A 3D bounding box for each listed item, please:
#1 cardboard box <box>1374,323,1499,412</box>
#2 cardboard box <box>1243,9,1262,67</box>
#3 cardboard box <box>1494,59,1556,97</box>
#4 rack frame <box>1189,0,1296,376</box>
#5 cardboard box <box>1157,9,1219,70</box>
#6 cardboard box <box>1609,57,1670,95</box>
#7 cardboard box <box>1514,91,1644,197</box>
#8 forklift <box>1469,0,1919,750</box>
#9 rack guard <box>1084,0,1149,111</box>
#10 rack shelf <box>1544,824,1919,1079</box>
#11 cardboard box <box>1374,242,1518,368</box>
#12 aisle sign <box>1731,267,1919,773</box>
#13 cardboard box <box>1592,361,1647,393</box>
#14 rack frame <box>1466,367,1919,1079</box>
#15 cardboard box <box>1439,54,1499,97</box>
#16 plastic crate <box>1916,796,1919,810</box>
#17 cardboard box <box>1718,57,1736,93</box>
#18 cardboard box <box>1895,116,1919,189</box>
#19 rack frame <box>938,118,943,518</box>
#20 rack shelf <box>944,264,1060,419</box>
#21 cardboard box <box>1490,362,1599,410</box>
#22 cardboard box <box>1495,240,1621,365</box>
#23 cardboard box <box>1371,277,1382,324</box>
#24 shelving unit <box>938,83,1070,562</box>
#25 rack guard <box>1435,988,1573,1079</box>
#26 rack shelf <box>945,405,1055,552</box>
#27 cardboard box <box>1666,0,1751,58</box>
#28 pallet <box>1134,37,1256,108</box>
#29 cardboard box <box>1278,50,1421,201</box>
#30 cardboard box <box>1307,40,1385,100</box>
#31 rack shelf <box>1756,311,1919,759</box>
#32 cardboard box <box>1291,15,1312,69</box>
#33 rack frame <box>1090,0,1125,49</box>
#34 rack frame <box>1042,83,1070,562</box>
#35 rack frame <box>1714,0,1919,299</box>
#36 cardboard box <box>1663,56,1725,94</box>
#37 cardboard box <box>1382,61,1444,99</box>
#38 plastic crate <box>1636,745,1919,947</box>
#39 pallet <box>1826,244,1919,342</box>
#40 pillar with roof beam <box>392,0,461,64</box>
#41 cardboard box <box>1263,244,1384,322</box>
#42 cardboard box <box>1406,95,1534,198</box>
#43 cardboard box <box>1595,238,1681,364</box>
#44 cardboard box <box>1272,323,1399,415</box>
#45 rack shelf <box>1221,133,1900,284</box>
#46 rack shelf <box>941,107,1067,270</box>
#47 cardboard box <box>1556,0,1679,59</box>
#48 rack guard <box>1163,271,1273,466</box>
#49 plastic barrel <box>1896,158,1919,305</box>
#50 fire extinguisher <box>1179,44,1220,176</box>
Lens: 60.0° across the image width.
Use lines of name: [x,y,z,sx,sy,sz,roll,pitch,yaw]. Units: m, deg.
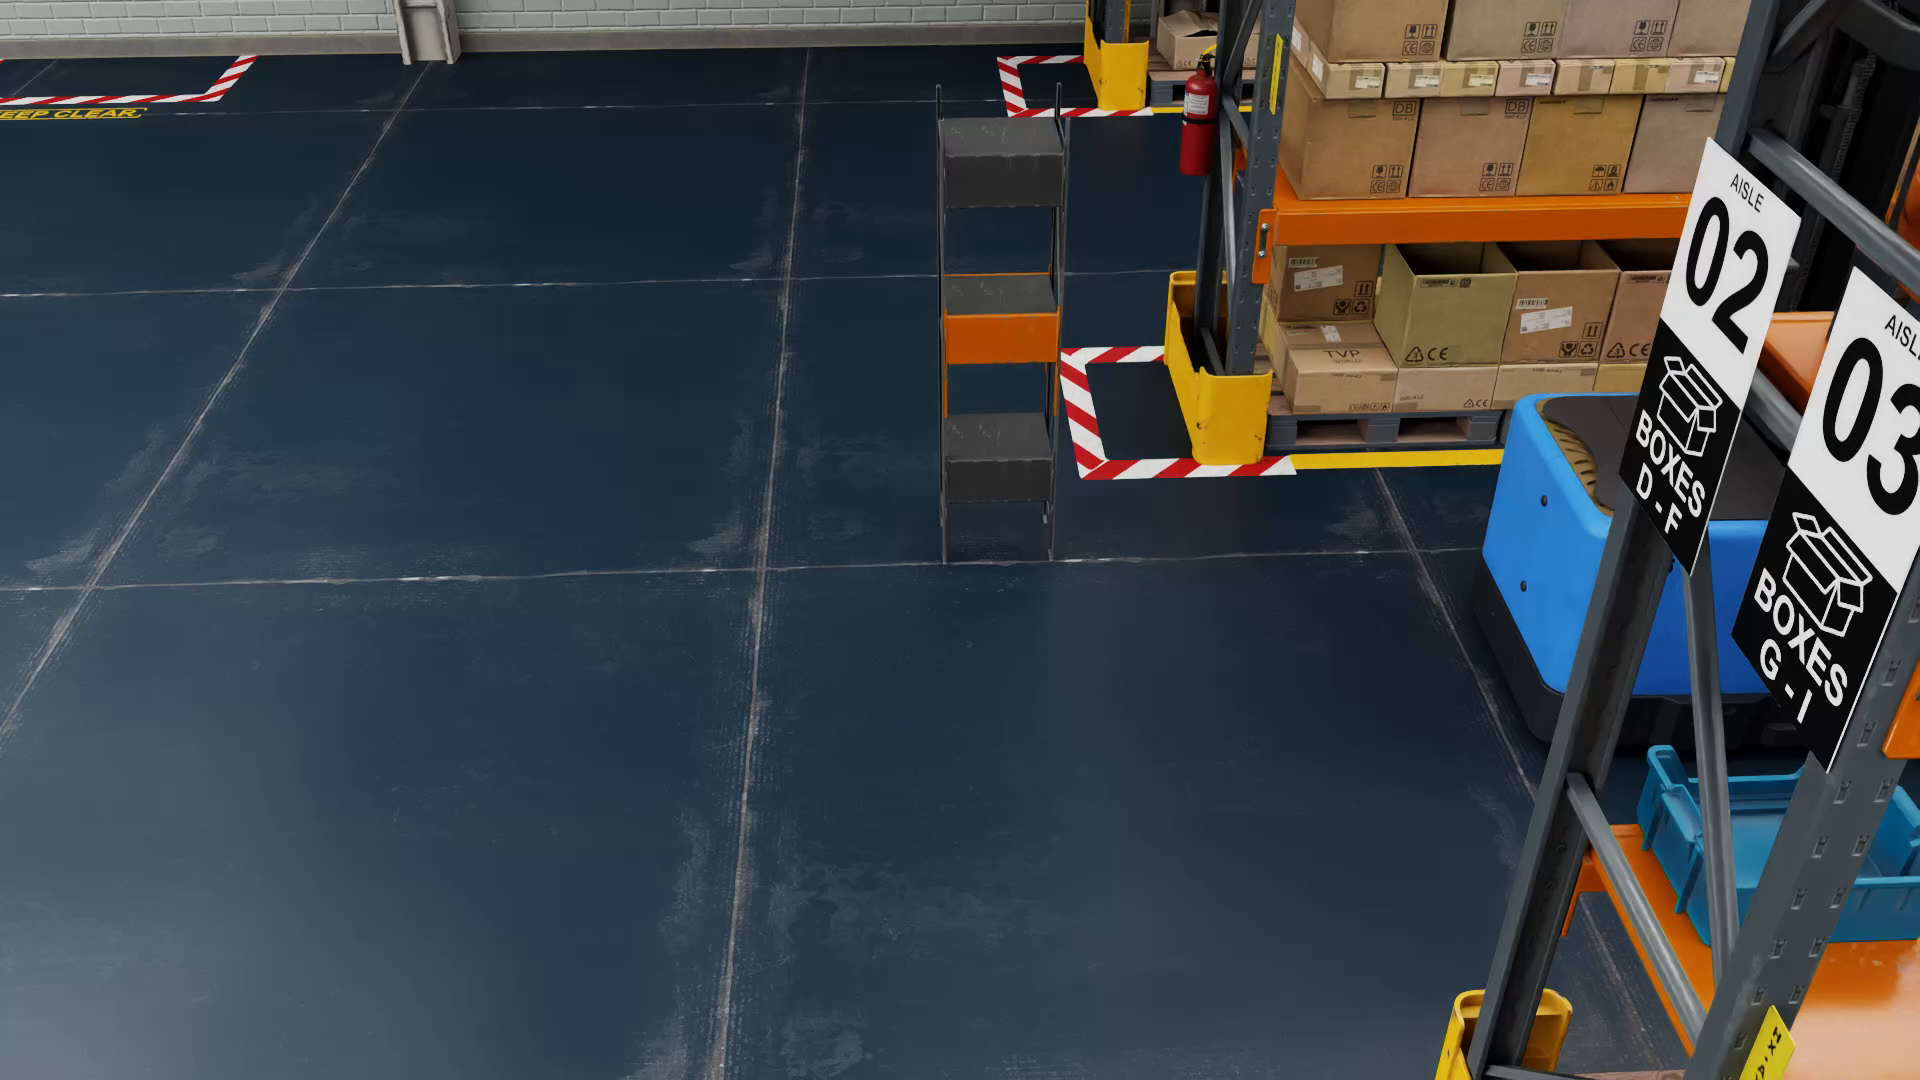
cardboard box: [2.391,-0.886,8.442,0.500,0.250,0.500,-2,35,-2]
cardboard box: [2.372,-3.815,12.602,0.500,0.311,0.500,1,35,2]
cardboard box: [2.513,-2.157,7.573,0.250,0.149,0.380,-2,35,-3]
rack frame: [1.346,-1.941,7.919,0.127,3.000,1.000,-2,35,-2]
cardboard box: [1.803,-3.799,12.580,0.500,0.311,0.500,-5,35,-8]
cardboard box: [3.034,-2.173,7.596,0.250,0.149,0.380,-2,35,-3]
cardboard box: [2.833,-2.014,7.937,0.500,0.500,0.700,-1,35,-2]
forklift: [2.605,-0.834,6.379,5.295,2.935,1.782,-1,35,-1]
rack guard: [1.183,-3.731,12.702,0.348,0.500,1.175,-2,35,-2]
rack shelf: [3.574,1.117,4.133,4.000,0.370,1.077,-2,35,-2]
cardboard box: [2.391,-1.194,8.227,0.500,0.500,0.500,-2,35,-2]
aisle sign: [1.518,-0.026,2.867,0.004,0.787,0.394,-2,35,-2]
cardboard box: [3.390,-0.910,8.477,0.500,0.250,0.500,-2,35,-2]
rack frame: [1.576,0.875,3.850,0.127,3.000,1.000,-2,35,-2]
cardboard box: [2.260,-2.151,7.565,0.250,0.149,0.380,-1,35,-2]
plastic crate: [2.711,0.738,4.178,0.408,0.251,0.499,-2,35,-2]
cardboard box: [3.546,-2.185,7.614,0.250,0.149,0.380,0,35,-1]
cardboard box: [4.372,-2.056,7.998,0.500,0.500,0.700,-2,35,-3]
rack frame: [-0.078,-0.861,7.148,0.006,1.831,0.380,-2,35,-2]
rack shelf: [0.165,-0.857,7.167,0.480,0.518,0.431,-2,35,-2]
cardboard box: [2.890,-0.900,8.461,0.500,0.250,0.500,-2,35,-2]
cardboard box: [2.890,-1.215,8.257,0.500,0.500,0.500,-2,35,-2]
cardboard box: [2.366,-1.186,8.874,0.500,0.250,0.500,-2,35,-2]
shelving unit: [0.168,-0.868,7.159,0.499,2.100,0.431,-2,35,-2]
rack guard: [1.650,1.874,4.603,0.348,0.500,1.175,-2,35,-2]
rack shelf: [0.165,-0.281,7.565,0.480,0.518,0.431,-2,35,-2]
cardboard box: [3.394,-2.567,7.596,0.500,0.500,0.700,-2,35,-2]
pallet: [1.996,-3.614,12.786,1.213,0.211,1.003,-2,35,-2]
cardboard box: [1.812,-1.987,7.898,0.500,0.500,0.700,-2,35,-2]
cardboard box: [1.748,-2.137,7.544,0.250,0.149,0.380,-2,35,-3]
rack shelf: [3.574,-0.117,3.279,4.000,0.370,1.077,-2,35,-2]
cardboard box: [1.718,-2.367,7.877,0.250,0.149,0.380,-2,35,-3]
rack frame: [1.107,-4.757,11.987,0.127,3.000,1.000,-2,35,-2]
rack frame: [0.409,-0.874,7.168,0.015,2.100,0.400,-2,35,-2]
rack frame: [1.576,-1.592,2.143,0.127,3.000,1.000,-2,35,-2]
cardboard box: [3.283,-2.178,7.603,0.250,0.149,0.380,-1,35,-2]
cardboard box: [2.011,-2.146,7.556,0.250,0.149,0.380,-2,35,-3]
plastic crate: [2.062,0.752,4.158,0.616,0.251,0.499,-2,35,-2]
pallet: [2.407,-0.248,3.002,1.213,0.211,1.003,-2,35,-2]
pillar with roof beam: [-4.024,-5.125,7.248,0.400,9.000,9.100,-2,35,-2]
cardboard box: [1.867,-1.475,8.633,0.500,0.500,0.500,-2,35,-2]
cardboard box: [4.548,-1.777,8.332,4.930,1.340,1.023,-1,35,-1]
cardboard box: [3.390,-1.218,8.263,0.500,0.500,0.500,-2,35,-2]
cardboard box: [1.892,-0.871,8.420,0.500,0.250,0.500,-2,35,-2]
rack shelf: [3.343,-1.699,8.201,4.000,0.370,1.077,-2,35,-2]
rack shelf: [0.165,-1.432,6.768,0.480,0.518,0.431,-2,35,-2]
cardboard box: [2.894,-2.553,7.576,0.500,0.500,0.700,-1,35,-2]
rack guard: [1.322,-0.912,8.629,0.348,0.500,1.175,-2,35,-2]
plastic barrel: [2.056,-0.793,2.878,0.708,0.830,0.600,-2,35,-2]
fire extinguisher: [1.205,-2.170,8.318,0.183,0.674,0.296,-2,35,-2]
